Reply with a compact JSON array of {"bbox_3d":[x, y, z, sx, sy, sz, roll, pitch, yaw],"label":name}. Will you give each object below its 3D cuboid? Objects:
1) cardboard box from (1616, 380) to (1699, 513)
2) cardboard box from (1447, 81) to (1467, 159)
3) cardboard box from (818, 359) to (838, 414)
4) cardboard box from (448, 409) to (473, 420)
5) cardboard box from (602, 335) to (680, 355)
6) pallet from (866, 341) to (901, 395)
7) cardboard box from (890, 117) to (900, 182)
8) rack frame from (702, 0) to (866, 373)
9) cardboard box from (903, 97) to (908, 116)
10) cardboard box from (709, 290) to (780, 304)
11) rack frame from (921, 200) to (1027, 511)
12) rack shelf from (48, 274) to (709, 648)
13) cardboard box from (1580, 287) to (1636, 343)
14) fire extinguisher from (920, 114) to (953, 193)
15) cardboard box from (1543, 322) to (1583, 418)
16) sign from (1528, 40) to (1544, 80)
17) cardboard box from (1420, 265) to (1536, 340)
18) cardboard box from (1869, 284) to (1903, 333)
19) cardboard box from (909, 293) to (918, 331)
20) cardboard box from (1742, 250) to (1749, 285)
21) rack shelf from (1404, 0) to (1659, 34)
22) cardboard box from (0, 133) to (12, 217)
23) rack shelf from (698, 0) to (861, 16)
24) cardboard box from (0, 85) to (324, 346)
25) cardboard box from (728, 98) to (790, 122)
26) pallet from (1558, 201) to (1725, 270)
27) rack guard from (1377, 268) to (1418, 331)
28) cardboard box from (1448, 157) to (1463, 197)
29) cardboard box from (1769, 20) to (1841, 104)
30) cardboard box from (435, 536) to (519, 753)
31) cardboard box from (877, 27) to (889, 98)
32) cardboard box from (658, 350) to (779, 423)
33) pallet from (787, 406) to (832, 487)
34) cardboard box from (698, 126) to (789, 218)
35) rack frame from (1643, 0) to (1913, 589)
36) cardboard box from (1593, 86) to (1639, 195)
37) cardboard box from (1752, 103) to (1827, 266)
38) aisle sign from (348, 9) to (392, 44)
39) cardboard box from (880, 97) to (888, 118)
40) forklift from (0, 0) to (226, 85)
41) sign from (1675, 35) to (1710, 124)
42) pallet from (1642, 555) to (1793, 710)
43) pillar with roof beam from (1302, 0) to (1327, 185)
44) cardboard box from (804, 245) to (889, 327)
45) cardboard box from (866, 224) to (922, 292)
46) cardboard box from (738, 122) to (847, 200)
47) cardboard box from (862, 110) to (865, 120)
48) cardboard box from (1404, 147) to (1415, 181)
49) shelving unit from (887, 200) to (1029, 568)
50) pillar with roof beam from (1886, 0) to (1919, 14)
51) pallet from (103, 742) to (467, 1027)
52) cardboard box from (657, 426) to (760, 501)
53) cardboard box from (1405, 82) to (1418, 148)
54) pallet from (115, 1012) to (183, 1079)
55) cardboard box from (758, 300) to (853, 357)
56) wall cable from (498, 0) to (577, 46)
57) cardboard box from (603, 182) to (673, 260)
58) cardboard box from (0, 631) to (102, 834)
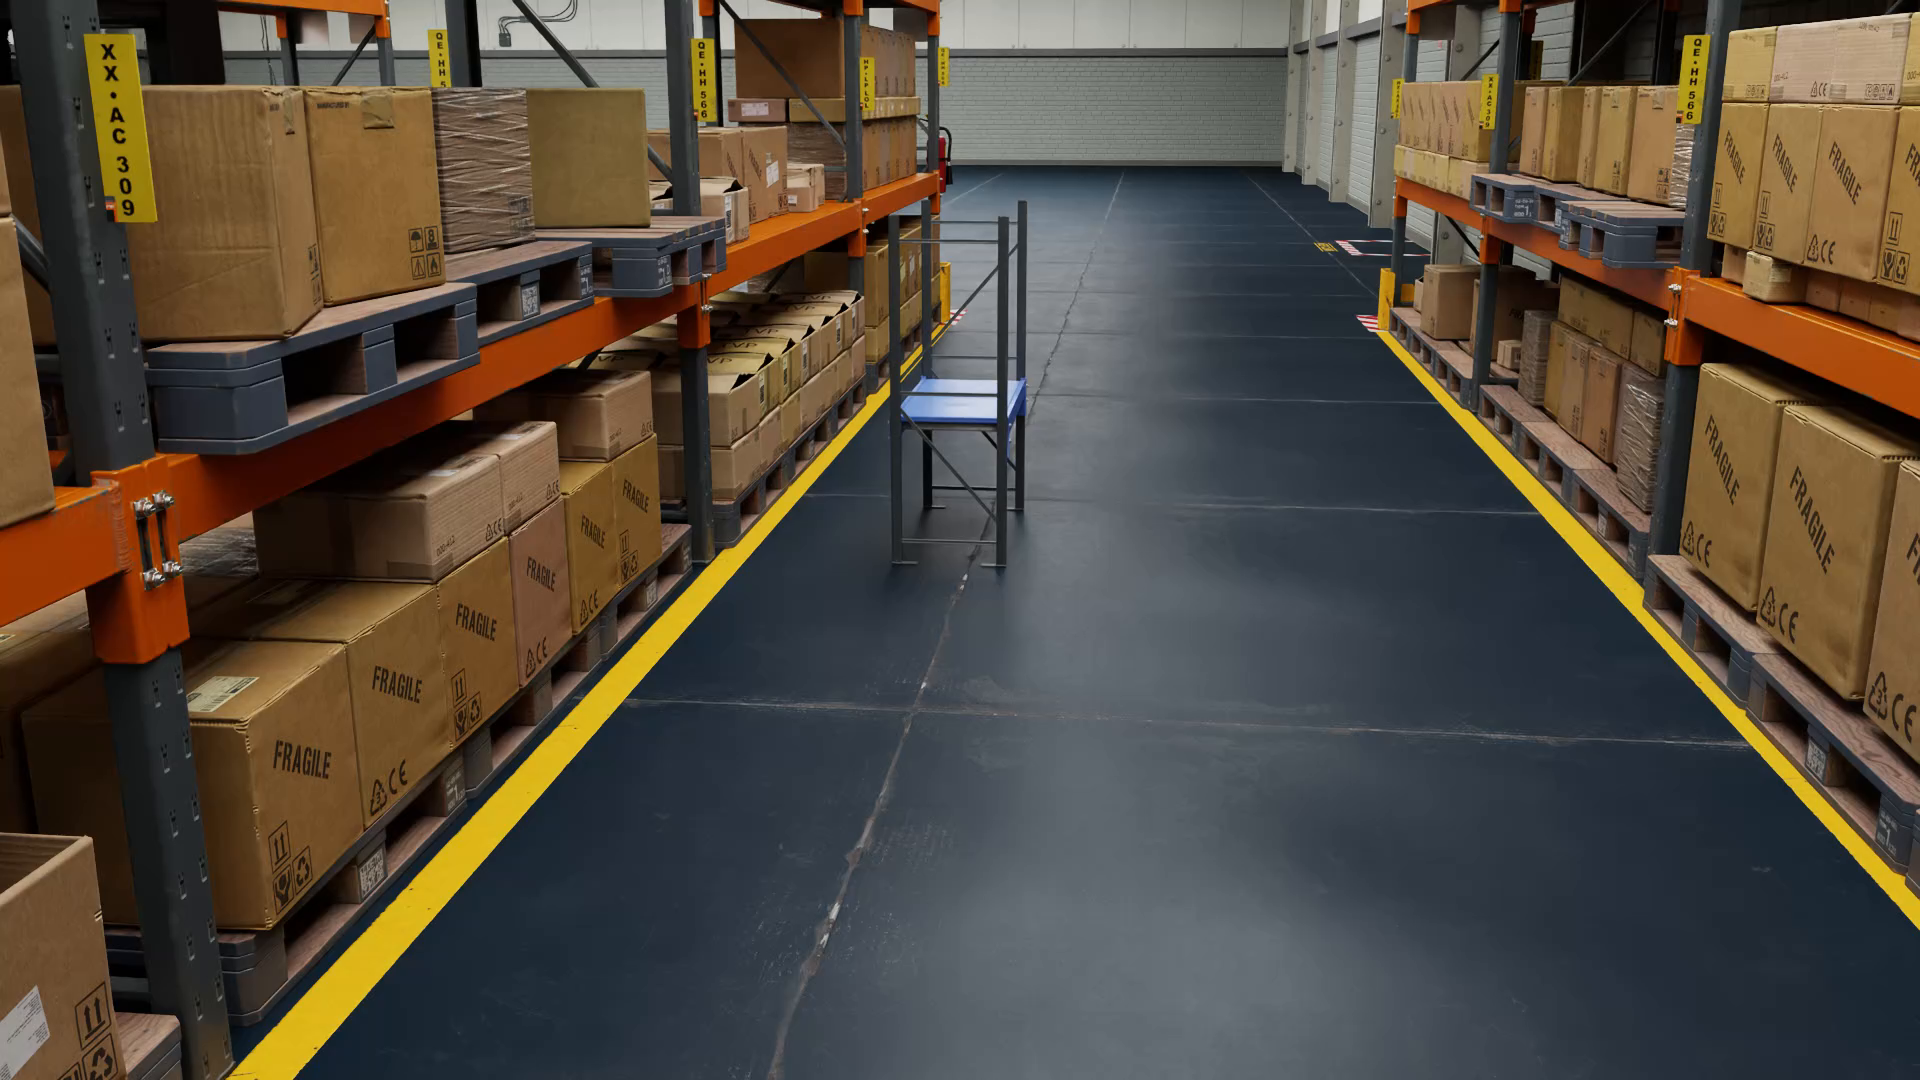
[{"bbox_3d":[3.365,-0.414,7.392,0.700,0.500,0.500,2,15,7],"label":"cardboard box"},{"bbox_3d":[3.584,-2.818,11.149,0.500,0.500,0.500,2,15,6],"label":"cardboard box"},{"bbox_3d":[-1.010,-0.898,9.699,0.500,0.250,0.500,2,15,8],"label":"cardboard box"},{"bbox_3d":[-1.922,-0.261,6.827,0.500,0.500,0.500,2,15,9],"label":"cardboard box"},{"bbox_3d":[-1.660,-0.920,8.706,0.500,0.311,0.500,2,15,6],"label":"cardboard box"},{"bbox_3d":[-1.004,-1.261,11.922,1.003,0.211,1.213,2,15,6],"label":"pallet"},{"bbox_3d":[-0.865,-3.102,13.197,0.700,0.500,0.500,2,15,7],"label":"cardboard box"},{"bbox_3d":[-1.135,-2.402,10.800,1.000,3.000,0.127,2,15,6],"label":"rack frame"},{"bbox_3d":[-0.625,-3.497,13.414,0.380,0.149,0.250,2,15,7],"label":"cardboard box"},{"bbox_3d":[-1.429,-1.449,10.661,0.500,0.311,0.500,2,15,6],"label":"cardboard box"},{"bbox_3d":[0.067,-0.878,8.036,0.500,1.500,0.032,2,15,6],"label":"rack frame"},{"bbox_3d":[-1.812,-0.499,5.139,1.077,0.370,4.000,2,15,6],"label":"rack shelf"},{"bbox_3d":[3.620,-1.184,8.805,0.500,0.250,0.500,1,15,5],"label":"cardboard box"},{"bbox_3d":[-0.209,-3.419,14.709,0.296,0.674,0.183,2,15,6],"label":"fire extinguisher"},{"bbox_3d":[3.712,-0.936,9.324,0.700,0.500,0.500,1,15,5],"label":"cardboard box"},{"bbox_3d":[4.788,-3.985,13.828,0.100,0.325,0.005,2,15,6],"label":"sign"},{"bbox_3d":[3.874,-1.787,12.470,0.700,0.500,0.500,1,15,3],"label":"cardboard box"},{"bbox_3d":[2.951,-0.695,4.930,0.380,0.149,0.250,2,15,7],"label":"cardboard box"},{"bbox_3d":[-0.608,-1.778,12.954,0.500,0.250,0.500,2,15,6],"label":"cardboard box"},{"bbox_3d":[3.032,-0.965,5.926,0.380,0.149,0.250,2,15,7],"label":"cardboard box"},{"bbox_3d":[4.013,-3.877,11.884,1.077,0.370,4.000,2,15,6],"label":"rack shelf"},{"bbox_3d":[-1.838,-0.720,2.470,0.500,0.500,0.500,2,15,7],"label":"cardboard box"},{"bbox_3d":[-1.361,-2.984,8.584,1.077,0.370,4.000,2,15,6],"label":"rack shelf"},{"bbox_3d":[-1.762,-0.695,3.489,0.700,0.500,0.500,-3,16,-13],"label":"cardboard box"},{"bbox_3d":[-1.317,-2.841,10.986,0.380,0.149,0.250,2,15,6],"label":"cardboard box"},{"bbox_3d":[3.311,-1.315,7.147,1.213,0.211,1.003,2,15,6],"label":"pallet"},{"bbox_3d":[4.230,-2.068,14.354,1.175,0.500,0.348,2,15,6],"label":"rack guard"},{"bbox_3d":[3.604,-2.455,11.245,0.500,0.250,0.500,2,15,7],"label":"cardboard box"},{"bbox_3d":[2.969,-1.534,5.352,0.500,0.250,0.500,1,15,5],"label":"cardboard box"},{"bbox_3d":[-1.628,0.281,4.824,0.500,0.500,0.500,2,15,7],"label":"cardboard box"},{"bbox_3d":[-0.922,-3.583,12.488,0.700,0.500,0.500,2,15,6],"label":"cardboard box"},{"bbox_3d":[-1.185,-0.775,8.169,0.500,0.311,0.500,1,15,5],"label":"cardboard box"},{"bbox_3d":[-1.315,-0.547,9.279,1.003,0.211,1.213,2,15,6],"label":"pallet"},{"bbox_3d":[-1.297,-2.115,9.547,0.500,0.500,0.500,3,15,10],"label":"cardboard box"},{"bbox_3d":[3.336,-1.220,6.427,1.000,3.000,0.127,2,15,6],"label":"rack frame"},{"bbox_3d":[3.498,-1.927,8.006,0.700,0.500,0.500,2,15,6],"label":"cardboard box"},{"bbox_3d":[2.958,-1.167,5.433,0.500,0.500,0.500,2,15,8],"label":"cardboard box"},{"bbox_3d":[-5.302,-4.851,14.877,0.394,0.787,0.004,2,15,6],"label":"aisle sign"},{"bbox_3d":[-0.741,-3.230,12.425,0.380,0.149,0.250,2,15,6],"label":"cardboard box"},{"bbox_3d":[-4.204,-1.556,7.802,1.130,2.935,3.031,4,16,15],"label":"forklift"},{"bbox_3d":[2.796,-1.754,6.336,0.100,0.325,0.005,2,15,6],"label":"sign"},{"bbox_3d":[3.172,0.328,6.043,1.003,0.211,1.213,2,15,6],"label":"pallet"},{"bbox_3d":[3.450,-12.335,36.041,9.100,9.000,0.400,2,15,6],"label":"pillar with roof beam"},{"bbox_3d":[-0.772,-1.751,11.417,0.500,0.500,0.500,2,15,6],"label":"cardboard box"},{"bbox_3d":[-0.547,-2.270,13.335,0.500,0.500,0.500,2,15,6],"label":"cardboard box"},{"bbox_3d":[-1.091,-2.566,11.213,0.700,0.500,0.500,1,15,5],"label":"cardboard box"},{"bbox_3d":[-0.857,-2.960,11.427,0.380,0.149,0.250,1,15,5],"label":"cardboard box"},{"bbox_3d":[3.824,-2.980,13.184,0.500,0.250,0.500,1,15,5],"label":"cardboard box"},{"bbox_3d":[0.010,-0.746,7.548,0.538,1.500,1.048,2,15,6],"label":"shelving unit"},{"bbox_3d":[0.065,-4.554,7.266,9.100,9.000,0.400,2,15,6],"label":"pillar with roof beam"},{"bbox_3d":[-1.984,0.807,4.275,1.003,0.211,1.213,2,15,6],"label":"pallet"},{"bbox_3d":[-1.236,-0.367,7.738,0.500,0.250,0.500,2,15,6],"label":"cardboard box"},{"bbox_3d":[3.820,-3.351,13.121,0.500,0.500,0.500,2,15,6],"label":"cardboard box"},{"bbox_3d":[-2.116,1.197,2.832,1.003,0.211,1.213,2,15,6],"label":"pallet"},{"bbox_3d":[-0.948,-1.300,10.111,0.500,0.311,0.500,2,15,8],"label":"cardboard box"},{"bbox_3d":[-11.817,-16.775,45.946,2.305,6.003,0.169,2,15,6],"label":"wall cable"},{"bbox_3d":[-1.502,-1.415,7.319,0.500,0.311,0.500,3,15,10],"label":"cardboard box"},{"bbox_3d":[-2.267,0.530,3.900,0.500,0.500,0.500,2,15,6],"label":"cardboard box"}]
